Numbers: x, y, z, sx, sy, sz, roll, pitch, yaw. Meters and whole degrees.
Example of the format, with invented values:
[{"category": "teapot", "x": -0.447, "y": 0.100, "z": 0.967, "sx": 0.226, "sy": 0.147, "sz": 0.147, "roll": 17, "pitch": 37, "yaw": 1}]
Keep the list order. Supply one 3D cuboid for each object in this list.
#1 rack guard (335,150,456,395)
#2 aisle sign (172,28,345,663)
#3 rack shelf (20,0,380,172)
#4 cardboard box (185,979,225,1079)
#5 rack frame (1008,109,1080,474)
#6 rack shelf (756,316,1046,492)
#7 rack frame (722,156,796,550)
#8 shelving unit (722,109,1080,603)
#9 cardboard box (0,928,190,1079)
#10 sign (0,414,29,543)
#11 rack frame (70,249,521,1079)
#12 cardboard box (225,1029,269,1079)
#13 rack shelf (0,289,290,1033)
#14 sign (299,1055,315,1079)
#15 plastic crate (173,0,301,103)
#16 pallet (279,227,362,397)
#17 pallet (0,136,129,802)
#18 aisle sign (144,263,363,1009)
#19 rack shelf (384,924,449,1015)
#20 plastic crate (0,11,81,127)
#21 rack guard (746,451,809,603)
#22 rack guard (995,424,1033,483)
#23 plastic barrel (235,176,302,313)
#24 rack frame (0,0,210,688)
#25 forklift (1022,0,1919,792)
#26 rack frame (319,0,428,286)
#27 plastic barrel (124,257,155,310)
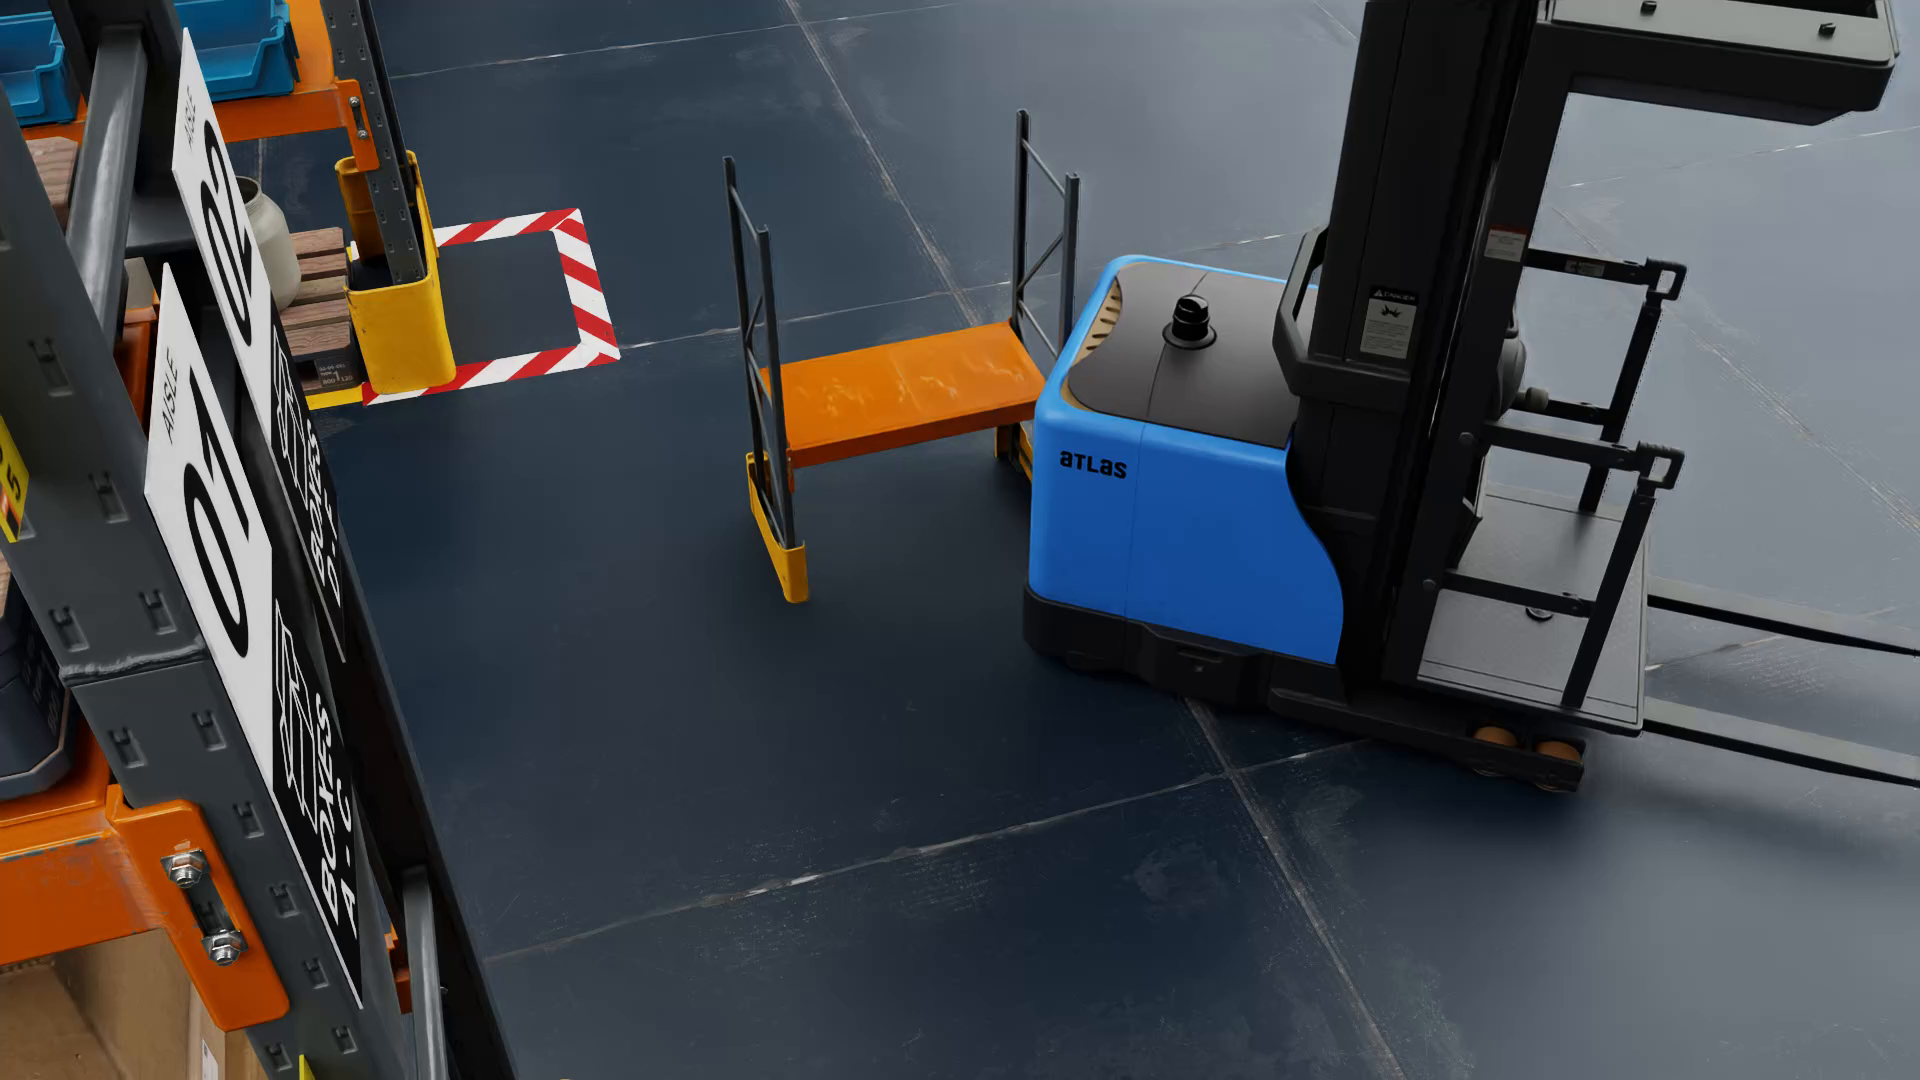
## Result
[{"category": "rack guard", "x": -2.458, "y": -1.183, "z": 7.224, "sx": 0.348, "sy": 0.500, "sz": 1.175, "roll": -12, "pitch": 42, "yaw": -13}, {"category": "aisle sign", "x": -0.945, "y": -0.244, "z": 2.273, "sx": 0.004, "sy": 0.787, "sz": 0.394, "roll": -12, "pitch": 42, "yaw": -13}, {"category": "rack shelf", "x": -4.307, "y": -1.503, "z": 6.237, "sx": 4.000, "sy": 0.370, "sz": 1.077, "roll": -12, "pitch": 42, "yaw": -13}, {"category": "cardboard box", "x": -1.223, "y": 0.853, "z": 2.424, "sx": 0.250, "sy": 0.149, "sz": 0.380, "roll": -12, "pitch": 43, "yaw": -14}, {"category": "rack frame", "x": 0.286, "y": -0.742, "z": 5.960, "sx": 0.032, "sy": 1.500, "sz": 0.500, "roll": -13, "pitch": 43, "yaw": -14}, {"category": "rack shelf", "x": -0.195, "y": -0.498, "z": 5.954, "sx": 1.000, "sy": 0.185, "sz": 0.538, "roll": -13, "pitch": 43, "yaw": -14}, {"category": "rack frame", "x": -0.676, "y": -0.525, "z": 5.711, "sx": 0.032, "sy": 1.500, "sz": 0.500, "roll": -13, "pitch": 43, "yaw": -14}, {"category": "shelving unit", "x": -0.203, "y": -0.632, "z": 5.833, "sx": 1.083, "sy": 1.500, "sz": 0.587, "roll": -13, "pitch": 43, "yaw": -14}, {"category": "cardboard box", "x": -1.415, "y": 0.509, "z": 2.326, "sx": 0.500, "sy": 0.500, "sz": 0.700, "roll": -12, "pitch": 42, "yaw": -13}, {"category": "sign", "x": -0.766, "y": -0.150, "z": 1.249, "sx": 0.005, "sy": 0.325, "sz": 0.100, "roll": -12, "pitch": 42, "yaw": -13}, {"category": "rack frame", "x": -0.915, "y": 0.940, "z": 2.894, "sx": 0.127, "sy": 3.000, "sz": 1.000, "roll": -12, "pitch": 42, "yaw": -13}, {"category": "cardboard box", "x": -1.365, "y": 0.987, "z": 2.765, "sx": 0.500, "sy": 0.500, "sz": 0.700, "roll": -12, "pitch": 42, "yaw": -13}, {"category": "rack shelf", "x": -2.823, "y": 0.477, "z": 1.691, "sx": 4.000, "sy": 0.370, "sz": 1.077, "roll": -12, "pitch": 42, "yaw": -13}, {"category": "sign", "x": -0.766, "y": 0.758, "z": 2.042, "sx": 0.005, "sy": 0.325, "sz": 0.100, "roll": -12, "pitch": 42, "yaw": -13}, {"category": "plastic crate", "x": -2.787, "y": -1.826, "z": 6.173, "sx": 0.616, "sy": 0.251, "sz": 0.499, "roll": -12, "pitch": 42, "yaw": -13}, {"category": "pallet", "x": -3.235, "y": -0.917, "z": 7.139, "sx": 1.213, "sy": 0.211, "sz": 1.003, "roll": -12, "pitch": 42, "yaw": -13}, {"category": "pallet", "x": -1.598, "y": -0.033, "z": 1.795, "sx": 1.213, "sy": 0.211, "sz": 1.003, "roll": -12, "pitch": 42, "yaw": -13}, {"category": "aisle sign", "x": -0.765, "y": 0.133, "z": 1.842, "sx": 0.004, "sy": 0.787, "sz": 0.394, "roll": -12, "pitch": 42, "yaw": -13}, {"category": "rack shelf", "x": -2.823, "y": 1.606, "z": 2.678, "sx": 4.000, "sy": 0.370, "sz": 1.077, "roll": -12, "pitch": 42, "yaw": -13}, {"category": "plastic crate", "x": -3.408, "y": -1.701, "z": 6.031, "sx": 0.408, "sy": 0.251, "sz": 0.499, "roll": -12, "pitch": 42, "yaw": -13}, {"category": "rack guard", "x": -0.674, "y": -0.055, "z": 6.123, "sx": 0.087, "sy": 0.250, "sz": 0.587, "roll": -13, "pitch": 43, "yaw": -14}, {"category": "rack guard", "x": 0.268, "y": -0.267, "z": 6.366, "sx": 0.087, "sy": 0.250, "sz": 0.587, "roll": -13, "pitch": 43, "yaw": -14}, {"category": "plastic barrel", "x": -3.005, "y": -1.212, "z": 6.929, "sx": 0.421, "sy": 0.512, "sz": 0.421, "roll": 0, "pitch": 41, "yaw": 0}, {"category": "rack frame", "x": -0.915, "y": -1.319, "z": 0.920, "sx": 0.127, "sy": 3.000, "sz": 1.000, "roll": -12, "pitch": 42, "yaw": -13}, {"category": "forklift", "x": 1.791, "y": -0.693, "z": 4.815, "sx": 3.031, "sy": 2.935, "sz": 1.130, "roll": 12, "pitch": 43, "yaw": 14}, {"category": "rack frame", "x": -2.400, "y": -2.169, "z": 6.453, "sx": 0.127, "sy": 3.000, "sz": 1.000, "roll": -12, "pitch": 42, "yaw": -13}, {"category": "plastic barrel", "x": -3.483, "y": -1.113, "z": 6.816, "sx": 0.421, "sy": 0.512, "sz": 0.421, "roll": 0, "pitch": 41, "yaw": 0}]
